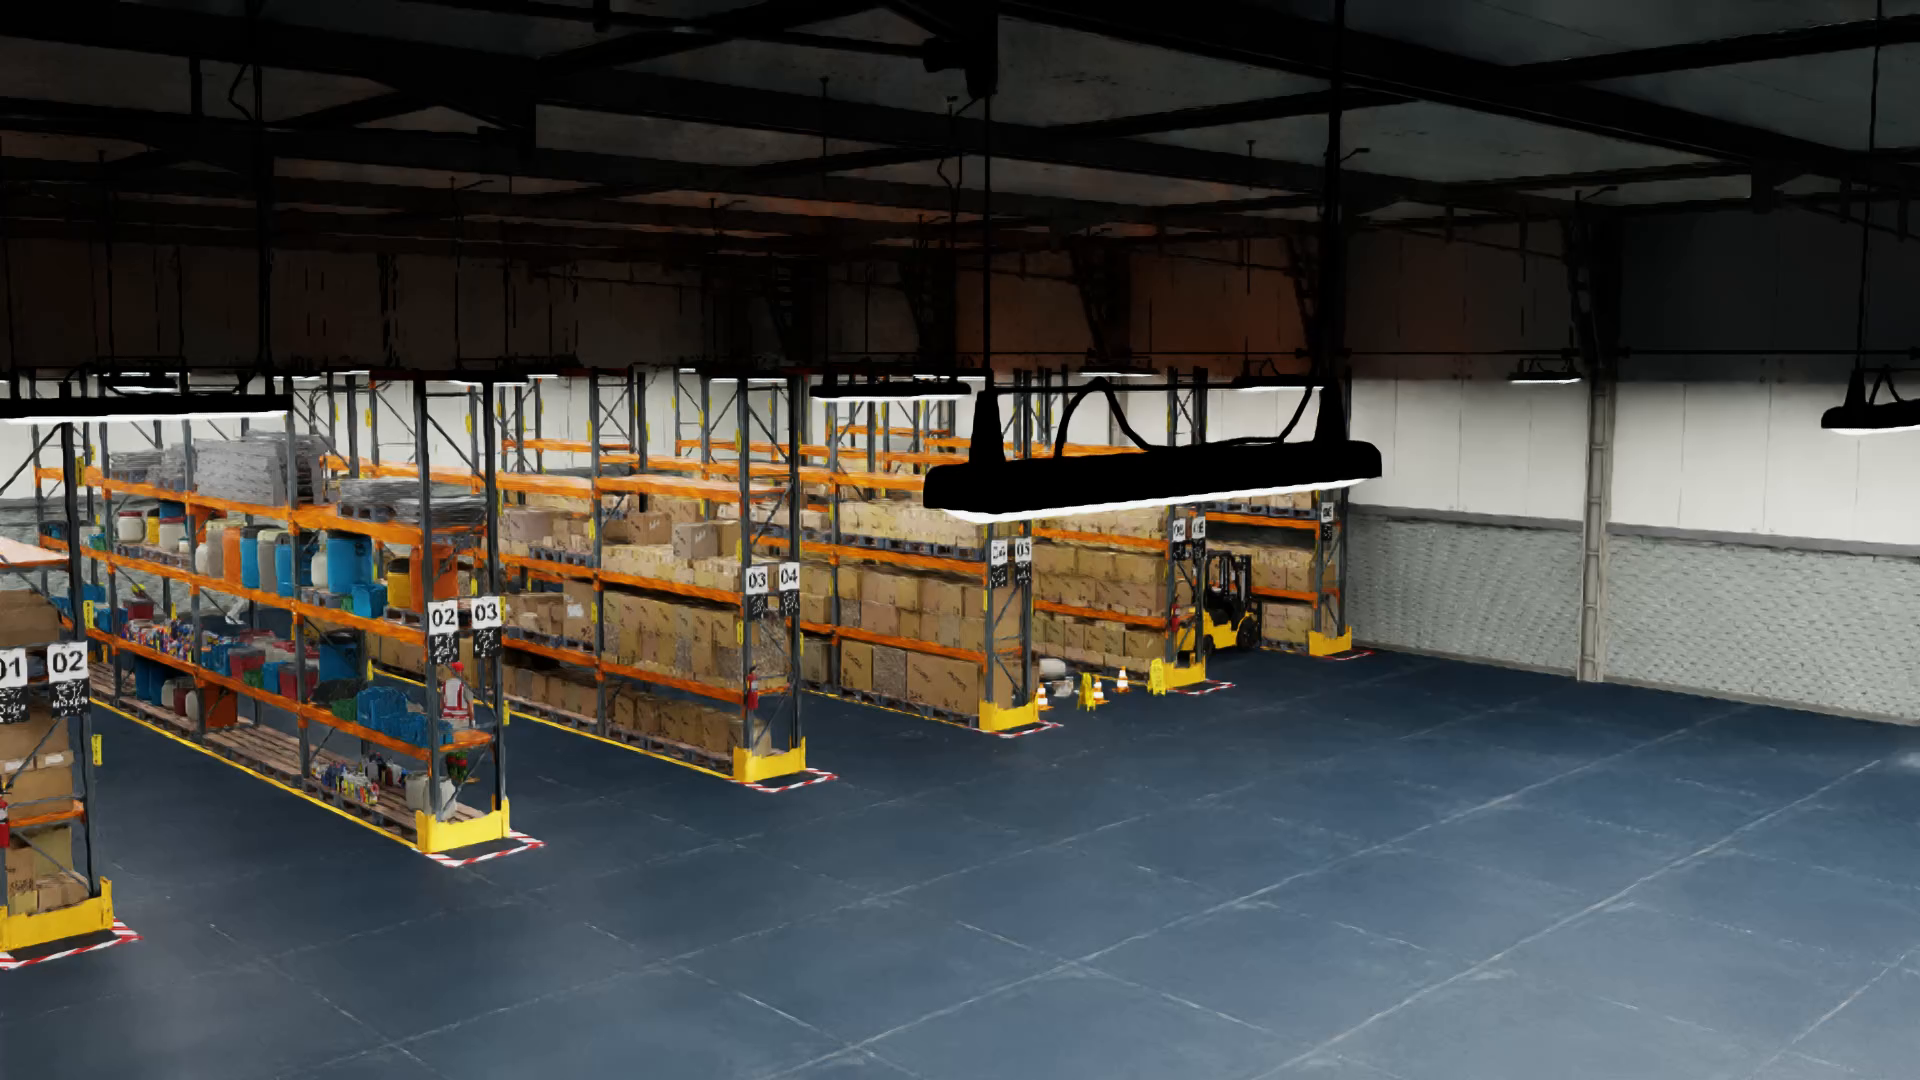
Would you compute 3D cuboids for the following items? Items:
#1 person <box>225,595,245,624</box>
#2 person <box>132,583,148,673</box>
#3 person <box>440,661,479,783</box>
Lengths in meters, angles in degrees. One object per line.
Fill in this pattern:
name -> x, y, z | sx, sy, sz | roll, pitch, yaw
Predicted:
person -> -16.867, 1.131, 38.665 | 0.449, 1.667, 0.623 | -2, 7, -13
person -> -16.200, 1.728, 32.867 | 0.388, 1.762, 0.717 | -3, 7, -27
person -> -7.388, 2.656, 24.537 | 0.625, 1.794, 0.468 | 2, 7, 21
